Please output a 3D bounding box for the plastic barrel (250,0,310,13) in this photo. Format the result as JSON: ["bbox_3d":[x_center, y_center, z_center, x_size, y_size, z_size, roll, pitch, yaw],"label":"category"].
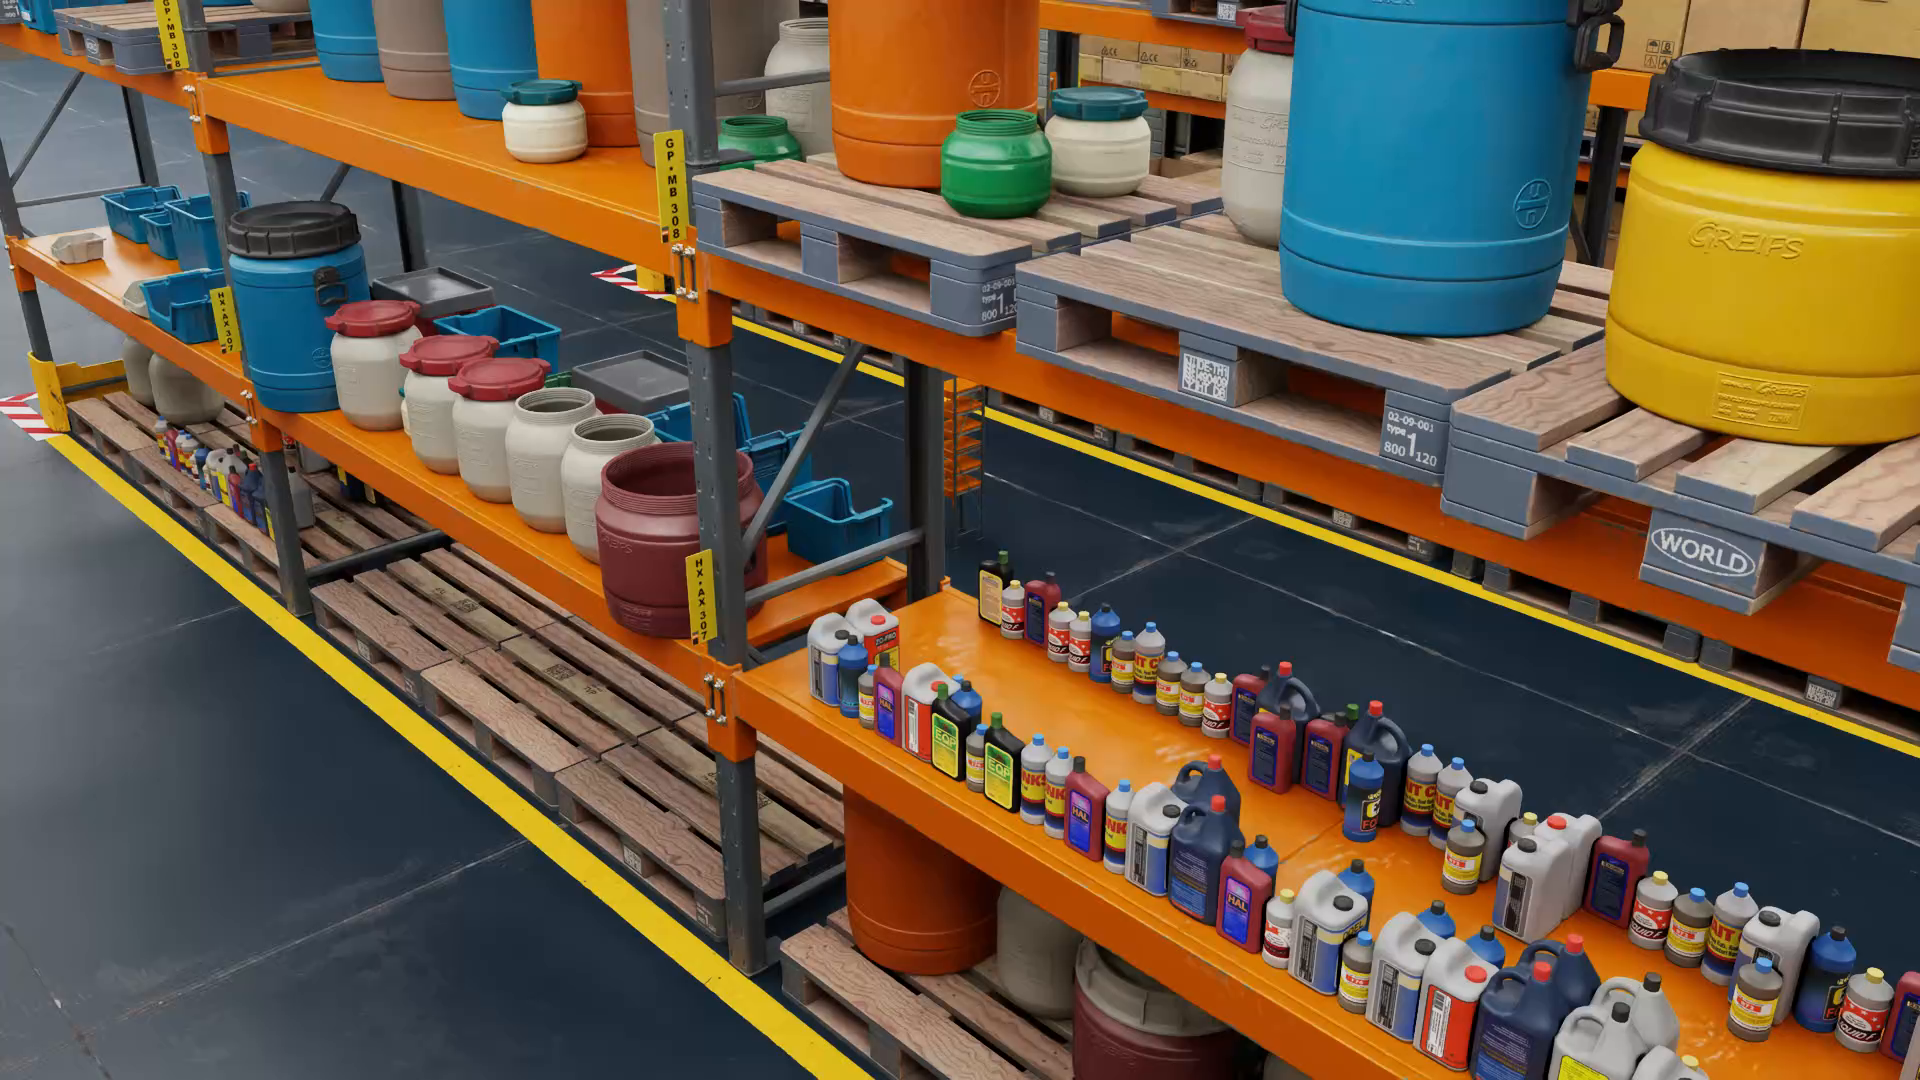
[{"bbox_3d":[-3.345,-2.897,8.232,0.421,0.512,0.421,0,25,0],"label":"plastic barrel"}]

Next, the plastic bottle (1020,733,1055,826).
[{"bbox_3d":[0.224,0.682,4.796,0.097,0.271,0.097,0,25,0],"label":"plastic bottle"}]

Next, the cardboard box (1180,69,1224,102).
[{"bbox_3d":[2.458,-4.367,15.864,0.500,0.250,0.500,-21,32,-38],"label":"cardboard box"}]

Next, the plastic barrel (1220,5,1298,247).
[{"bbox_3d":[0.861,-1.016,4.079,0.433,0.535,0.433,0,25,0],"label":"plastic barrel"}]

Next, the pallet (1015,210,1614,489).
[{"bbox_3d":[0.889,-0.512,3.872,1.003,0.211,1.213,-21,32,-38],"label":"pallet"}]

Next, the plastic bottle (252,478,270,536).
[{"bbox_3d":[-3.845,-0.213,9.264,0.144,0.351,0.185,-22,33,-40],"label":"plastic bottle"}]

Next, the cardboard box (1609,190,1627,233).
[{"bbox_3d":[5.542,-2.655,13.535,0.500,0.250,0.500,-21,32,-39],"label":"cardboard box"}]

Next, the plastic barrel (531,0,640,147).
[{"bbox_3d":[-1.310,-1.961,6.303,0.600,0.830,0.708,-21,32,-38],"label":"plastic barrel"}]

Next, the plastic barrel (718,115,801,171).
[{"bbox_3d":[-0.667,-1.247,5.442,0.294,0.245,0.294,0,25,0],"label":"plastic barrel"}]

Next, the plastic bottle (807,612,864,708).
[{"bbox_3d":[-0.401,0.387,5.438,0.152,0.276,0.135,-21,32,-38],"label":"plastic bottle"}]

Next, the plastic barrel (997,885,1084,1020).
[{"bbox_3d":[0.337,1.337,5.696,0.421,0.512,0.421,0,25,0],"label":"plastic barrel"}]

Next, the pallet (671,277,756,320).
[{"bbox_3d":[-1.757,-2.232,14.388,1.003,0.211,1.213,-21,32,-38],"label":"pallet"}]

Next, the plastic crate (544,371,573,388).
[{"bbox_3d":[-1.798,-0.560,7.620,0.450,0.188,0.662,-21,32,-38],"label":"plastic crate"}]

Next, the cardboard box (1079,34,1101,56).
[{"bbox_3d":[1.410,-5.179,16.741,0.500,0.500,0.500,-21,32,-38],"label":"cardboard box"}]

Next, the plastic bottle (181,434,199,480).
[{"bbox_3d":[-4.614,-0.503,9.996,0.097,0.271,0.097,0,25,0],"label":"plastic bottle"}]

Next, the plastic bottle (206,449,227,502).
[{"bbox_3d":[-4.305,-0.385,9.732,0.152,0.276,0.135,-21,32,-38],"label":"plastic bottle"}]

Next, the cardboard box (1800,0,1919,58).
[{"bbox_3d":[4.185,-2.272,7.382,0.910,0.500,0.500,-21,32,-38],"label":"cardboard box"}]

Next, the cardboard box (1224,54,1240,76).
[{"bbox_3d":[2.807,-4.558,15.379,0.500,0.500,0.500,-22,33,-40],"label":"cardboard box"}]

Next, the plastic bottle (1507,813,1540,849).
[{"bbox_3d":[1.543,0.838,4.538,0.097,0.201,0.097,0,25,0],"label":"plastic bottle"}]

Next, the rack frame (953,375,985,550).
[{"bbox_3d":[0.053,-0.523,9.450,0.240,1.200,0.006,-21,32,-38],"label":"rack frame"}]

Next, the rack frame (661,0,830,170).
[{"bbox_3d":[-0.461,-2.622,4.655,1.000,3.000,0.127,-21,32,-38],"label":"rack frame"}]

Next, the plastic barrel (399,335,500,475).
[{"bbox_3d":[-2.199,-0.592,7.270,0.433,0.535,0.433,0,25,0],"label":"plastic barrel"}]

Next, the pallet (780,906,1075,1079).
[{"bbox_3d":[0.109,1.603,5.981,1.003,0.211,1.213,-21,32,-38],"label":"pallet"}]

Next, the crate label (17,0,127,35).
[{"bbox_3d":[-4.890,-2.952,9.173,0.502,0.251,0.408,-21,32,-38],"label":"crate label"}]

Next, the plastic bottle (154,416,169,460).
[{"bbox_3d":[-4.917,-0.637,10.290,0.097,0.271,0.097,0,25,0],"label":"plastic bottle"}]

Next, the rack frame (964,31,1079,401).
[{"bbox_3d":[0.424,-2.508,11.635,1.000,3.000,0.127,-21,32,-38],"label":"rack frame"}]

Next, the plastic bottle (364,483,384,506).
[{"bbox_3d":[-3.411,-0.349,9.645,0.061,0.283,0.133,-21,32,-38],"label":"plastic bottle"}]

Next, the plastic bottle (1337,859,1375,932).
[{"bbox_3d":[1.002,0.935,4.242,0.097,0.271,0.097,0,25,0],"label":"plastic bottle"}]

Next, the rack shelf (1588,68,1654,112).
[{"bbox_3d":[4.525,-1.728,7.177,1.077,0.370,4.000,-21,32,-38],"label":"rack shelf"}]

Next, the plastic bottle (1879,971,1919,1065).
[{"bbox_3d":[2.243,1.100,3.866,0.061,0.283,0.133,-21,32,-38],"label":"plastic bottle"}]

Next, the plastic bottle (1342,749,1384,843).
[{"bbox_3d":[1.146,0.718,4.718,0.097,0.271,0.097,0,25,0],"label":"plastic bottle"}]

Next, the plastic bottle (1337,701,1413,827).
[{"bbox_3d":[1.204,0.634,4.805,0.144,0.351,0.185,-21,32,-38],"label":"plastic bottle"}]

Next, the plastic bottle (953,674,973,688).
[{"bbox_3d":[-0.006,0.520,5.236,0.097,0.201,0.097,0,25,0],"label":"plastic bottle"}]

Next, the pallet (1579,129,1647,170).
[{"bbox_3d":[5.388,-3.204,13.390,1.003,0.211,1.213,-21,32,-38],"label":"pallet"}]

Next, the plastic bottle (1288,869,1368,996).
[{"bbox_3d":[0.923,0.974,4.151,0.152,0.276,0.135,-21,32,-38],"label":"plastic bottle"}]

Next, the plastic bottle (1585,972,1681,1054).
[{"bbox_3d":[1.512,1.115,3.751,0.144,0.351,0.185,-21,32,-38],"label":"plastic bottle"}]

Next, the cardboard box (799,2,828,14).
[{"bbox_3d":[-1.256,-3.885,12.968,0.700,0.500,0.500,-21,32,-38],"label":"cardboard box"}]

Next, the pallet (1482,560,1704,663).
[{"bbox_3d":[3.640,0.209,9.038,1.003,0.211,1.213,-21,32,-38],"label":"pallet"}]

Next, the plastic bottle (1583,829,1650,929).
[{"bbox_3d":[1.727,0.871,4.367,0.061,0.283,0.133,-21,32,-38],"label":"plastic bottle"}]

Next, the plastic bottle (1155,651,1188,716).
[{"bbox_3d":[0.683,0.457,5.374,0.097,0.201,0.097,0,25,0],"label":"plastic bottle"}]

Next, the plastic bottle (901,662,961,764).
[{"bbox_3d":[-0.084,0.527,5.130,0.152,0.276,0.135,-21,32,-38],"label":"plastic bottle"}]

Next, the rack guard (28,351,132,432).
[{"bbox_3d":[-5.842,-1.169,11.711,1.175,0.500,0.348,-21,32,-38],"label":"rack guard"}]

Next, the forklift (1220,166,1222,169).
[{"bbox_3d":[3.101,-2.983,12.757,3.031,2.935,1.130,14,28,27],"label":"forklift"}]

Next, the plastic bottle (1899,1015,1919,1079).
[{"bbox_3d":[2.242,1.131,3.716,0.144,0.351,0.185,-21,32,-38],"label":"plastic bottle"}]

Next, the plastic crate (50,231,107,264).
[{"bbox_3d":[-5.552,-1.834,10.474,0.298,0.136,0.250,-21,32,-38],"label":"plastic crate"}]

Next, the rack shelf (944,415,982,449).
[{"bbox_3d":[-0.010,-0.619,9.479,0.258,0.103,0.180,-21,32,-38],"label":"rack shelf"}]

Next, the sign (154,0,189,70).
[{"bbox_3d":[-3.604,-2.320,7.598,0.100,0.325,0.005,-21,32,-38],"label":"sign"}]

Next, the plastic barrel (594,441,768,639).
[{"bbox_3d":[-0.999,-0.009,5.992,0.600,0.536,0.708,-21,32,-38],"label":"plastic barrel"}]

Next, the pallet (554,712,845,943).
[{"bbox_3d":[-0.962,1.130,7.018,1.003,0.211,1.213,-21,32,-38],"label":"pallet"}]

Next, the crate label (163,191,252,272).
[{"bbox_3d":[-4.473,-1.851,10.152,0.502,0.435,0.616,-21,32,-38],"label":"crate label"}]

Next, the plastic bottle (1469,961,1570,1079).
[{"bbox_3d":[1.280,1.100,3.784,0.144,0.351,0.185,-21,32,-38],"label":"plastic bottle"}]

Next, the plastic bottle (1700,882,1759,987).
[{"bbox_3d":[1.926,0.976,4.152,0.097,0.271,0.097,0,25,0],"label":"plastic bottle"}]

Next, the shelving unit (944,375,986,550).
[{"bbox_3d":[-0.010,-0.550,9.511,0.258,1.200,0.189,-21,32,-38],"label":"shelving unit"}]

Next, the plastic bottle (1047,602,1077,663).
[{"bbox_3d":[0.351,0.309,5.697,0.097,0.201,0.097,0,25,0],"label":"plastic bottle"}]

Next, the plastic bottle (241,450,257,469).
[{"bbox_3d":[-4.140,-0.375,9.701,0.061,0.283,0.133,-21,32,-38],"label":"plastic bottle"}]

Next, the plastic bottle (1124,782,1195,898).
[{"bbox_3d":[0.547,0.807,4.517,0.152,0.276,0.135,-21,32,-38],"label":"plastic bottle"}]

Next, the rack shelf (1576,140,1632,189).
[{"bbox_3d":[5.404,-2.982,13.539,1.077,0.370,4.000,-21,32,-38],"label":"rack shelf"}]

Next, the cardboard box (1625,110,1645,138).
[{"bbox_3d":[5.575,-3.459,13.068,0.700,0.500,0.500,-21,32,-38],"label":"cardboard box"}]

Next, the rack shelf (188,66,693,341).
[{"bbox_3d":[-1.828,-1.536,6.755,1.077,0.370,4.000,-21,32,-38],"label":"rack shelf"}]
